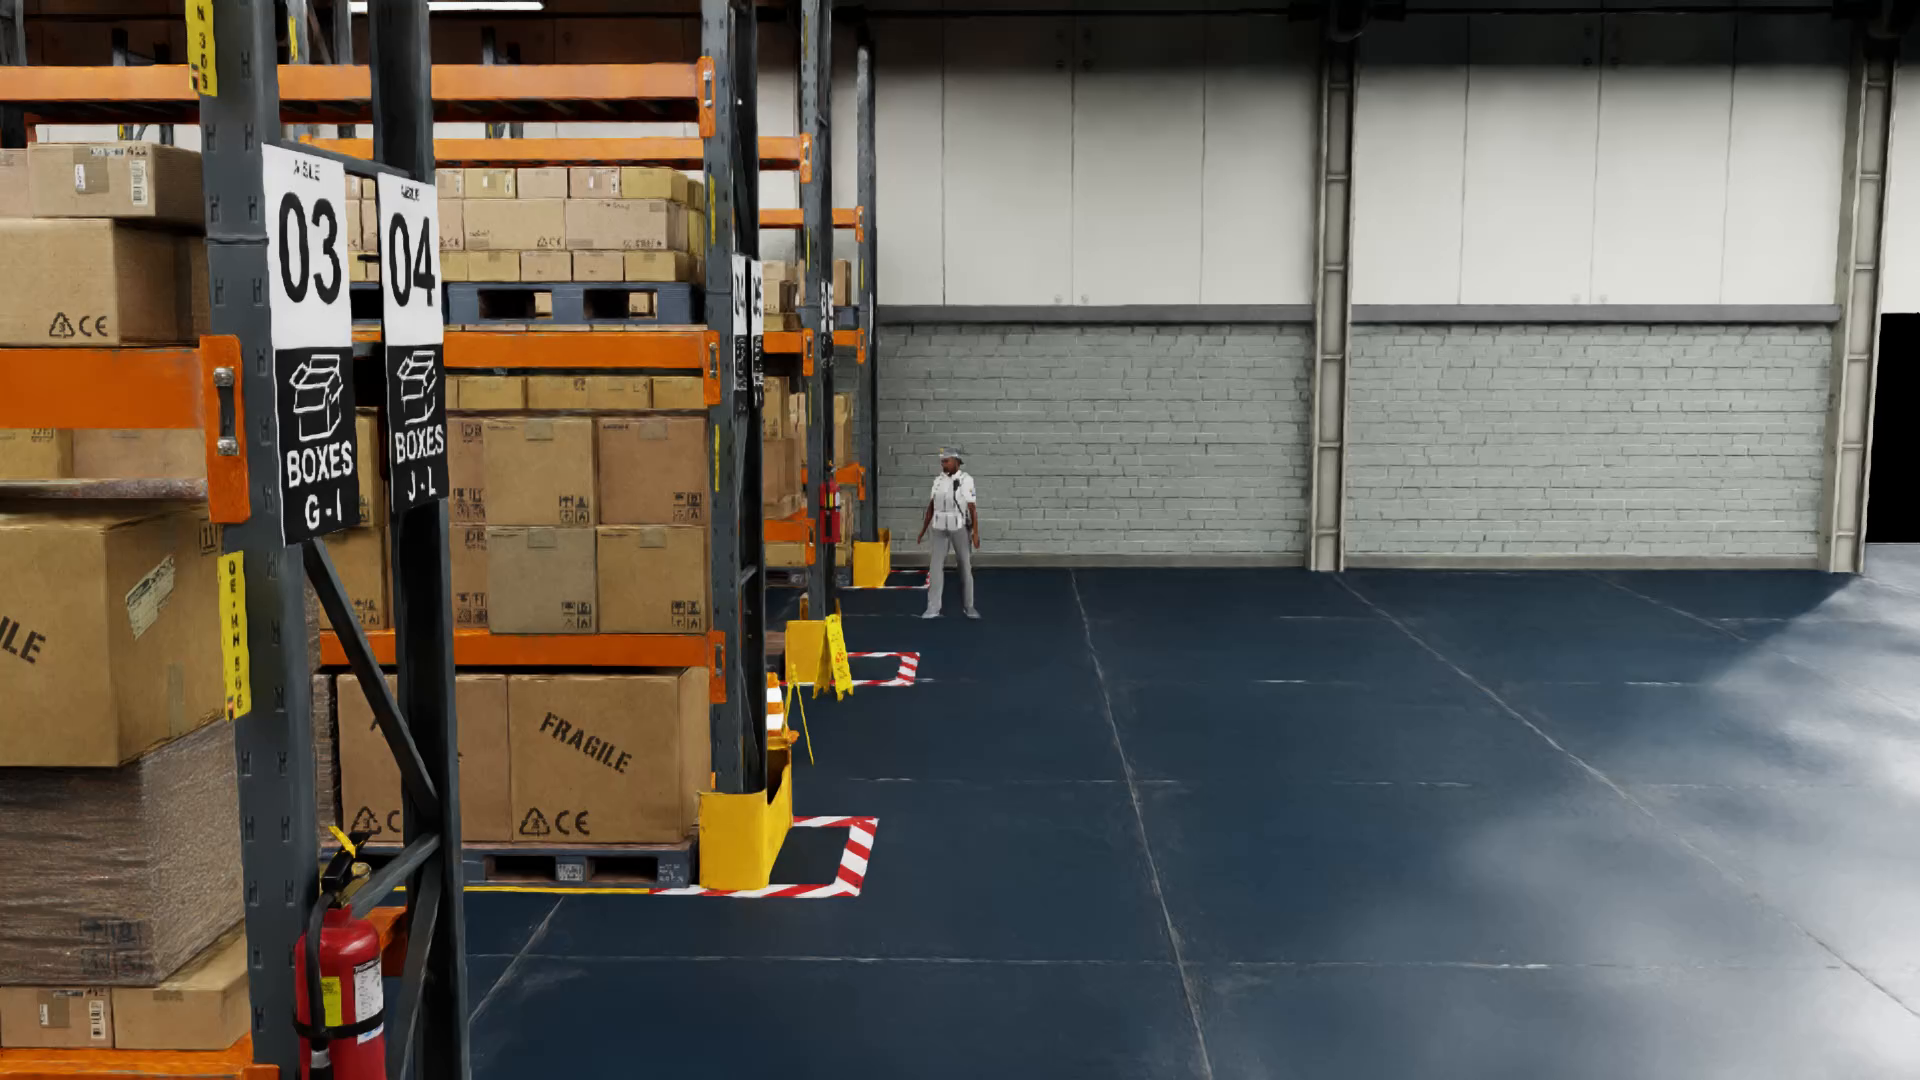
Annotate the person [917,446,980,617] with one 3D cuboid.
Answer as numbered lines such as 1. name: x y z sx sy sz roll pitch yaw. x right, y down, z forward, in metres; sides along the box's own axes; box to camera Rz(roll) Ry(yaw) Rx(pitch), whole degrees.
1. person: -0.135 -0.077 16.160 0.643 1.673 0.583 3 8 23
